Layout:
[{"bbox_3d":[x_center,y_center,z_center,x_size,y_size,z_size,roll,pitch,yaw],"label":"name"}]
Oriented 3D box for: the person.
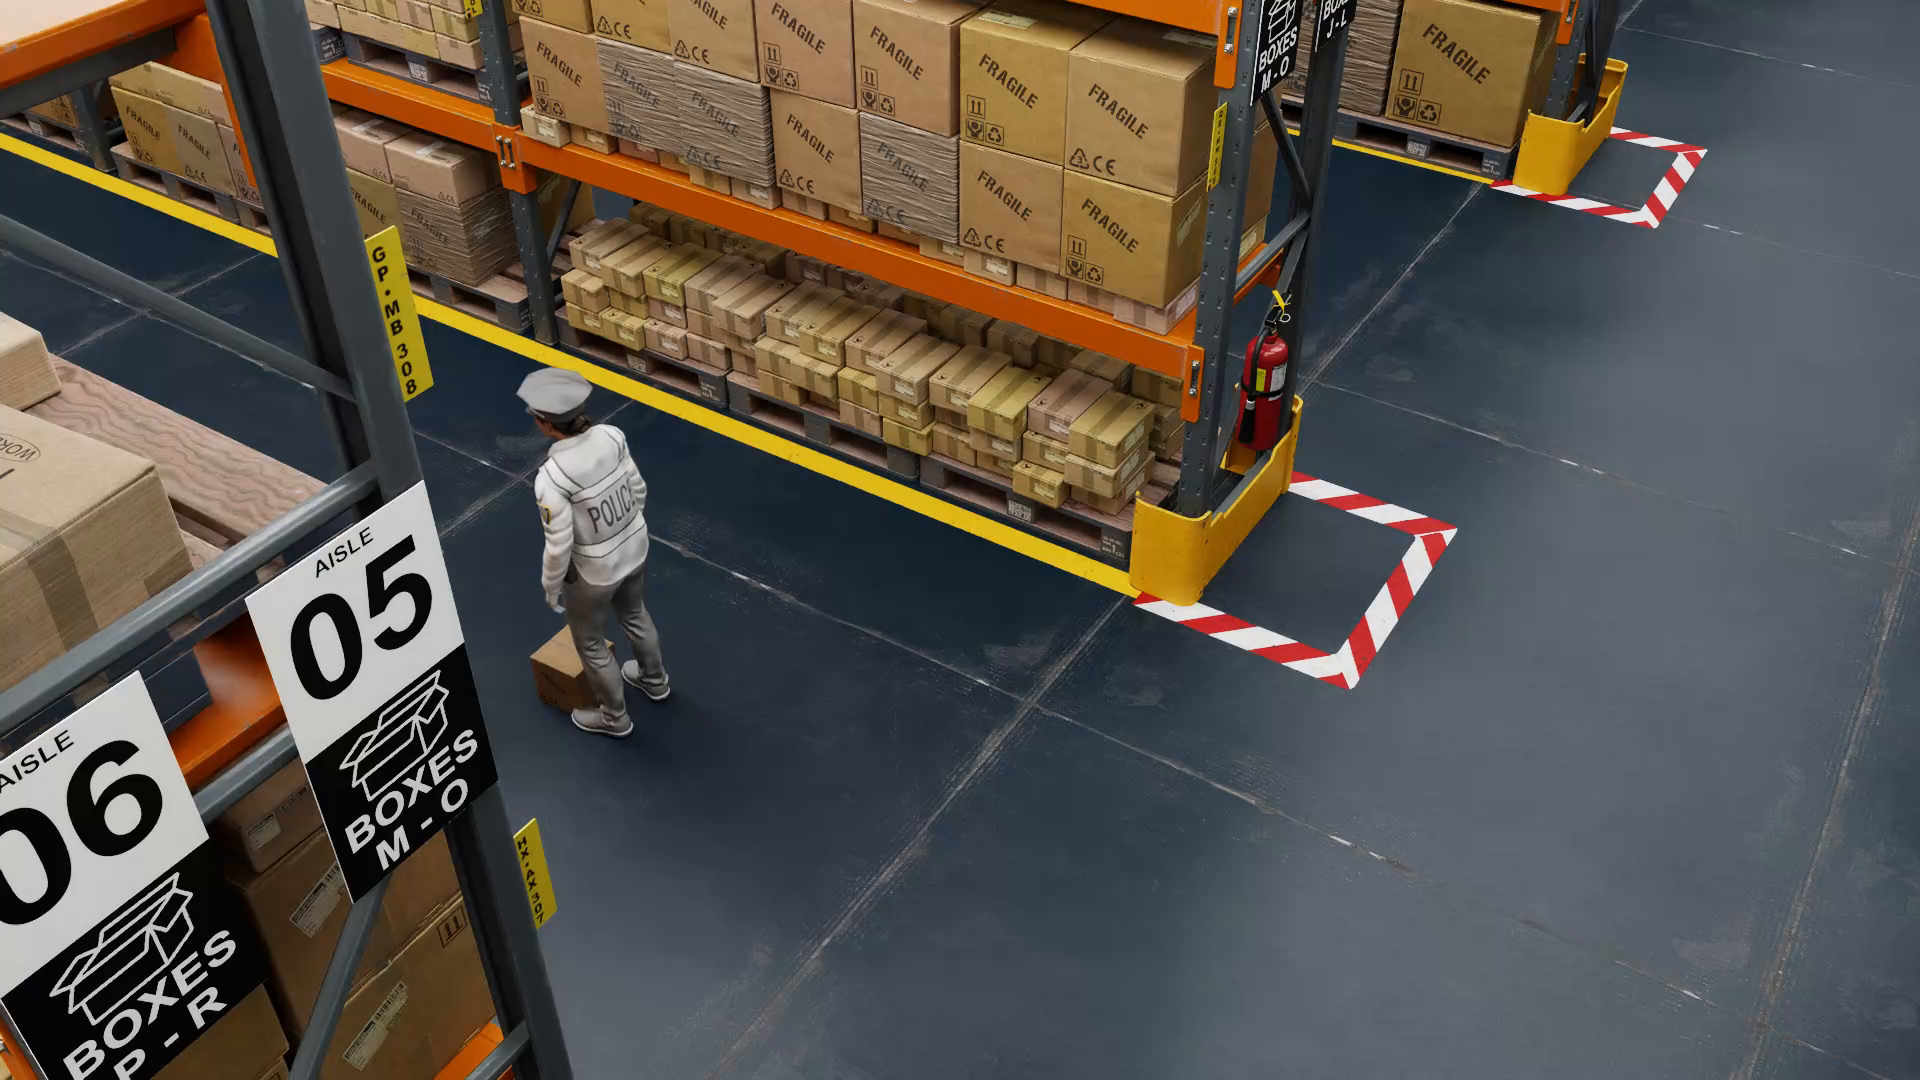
[{"bbox_3d":[-1.431,0.083,6.572,0.371,1.663,0.529,22,44,25],"label":"person"}]
